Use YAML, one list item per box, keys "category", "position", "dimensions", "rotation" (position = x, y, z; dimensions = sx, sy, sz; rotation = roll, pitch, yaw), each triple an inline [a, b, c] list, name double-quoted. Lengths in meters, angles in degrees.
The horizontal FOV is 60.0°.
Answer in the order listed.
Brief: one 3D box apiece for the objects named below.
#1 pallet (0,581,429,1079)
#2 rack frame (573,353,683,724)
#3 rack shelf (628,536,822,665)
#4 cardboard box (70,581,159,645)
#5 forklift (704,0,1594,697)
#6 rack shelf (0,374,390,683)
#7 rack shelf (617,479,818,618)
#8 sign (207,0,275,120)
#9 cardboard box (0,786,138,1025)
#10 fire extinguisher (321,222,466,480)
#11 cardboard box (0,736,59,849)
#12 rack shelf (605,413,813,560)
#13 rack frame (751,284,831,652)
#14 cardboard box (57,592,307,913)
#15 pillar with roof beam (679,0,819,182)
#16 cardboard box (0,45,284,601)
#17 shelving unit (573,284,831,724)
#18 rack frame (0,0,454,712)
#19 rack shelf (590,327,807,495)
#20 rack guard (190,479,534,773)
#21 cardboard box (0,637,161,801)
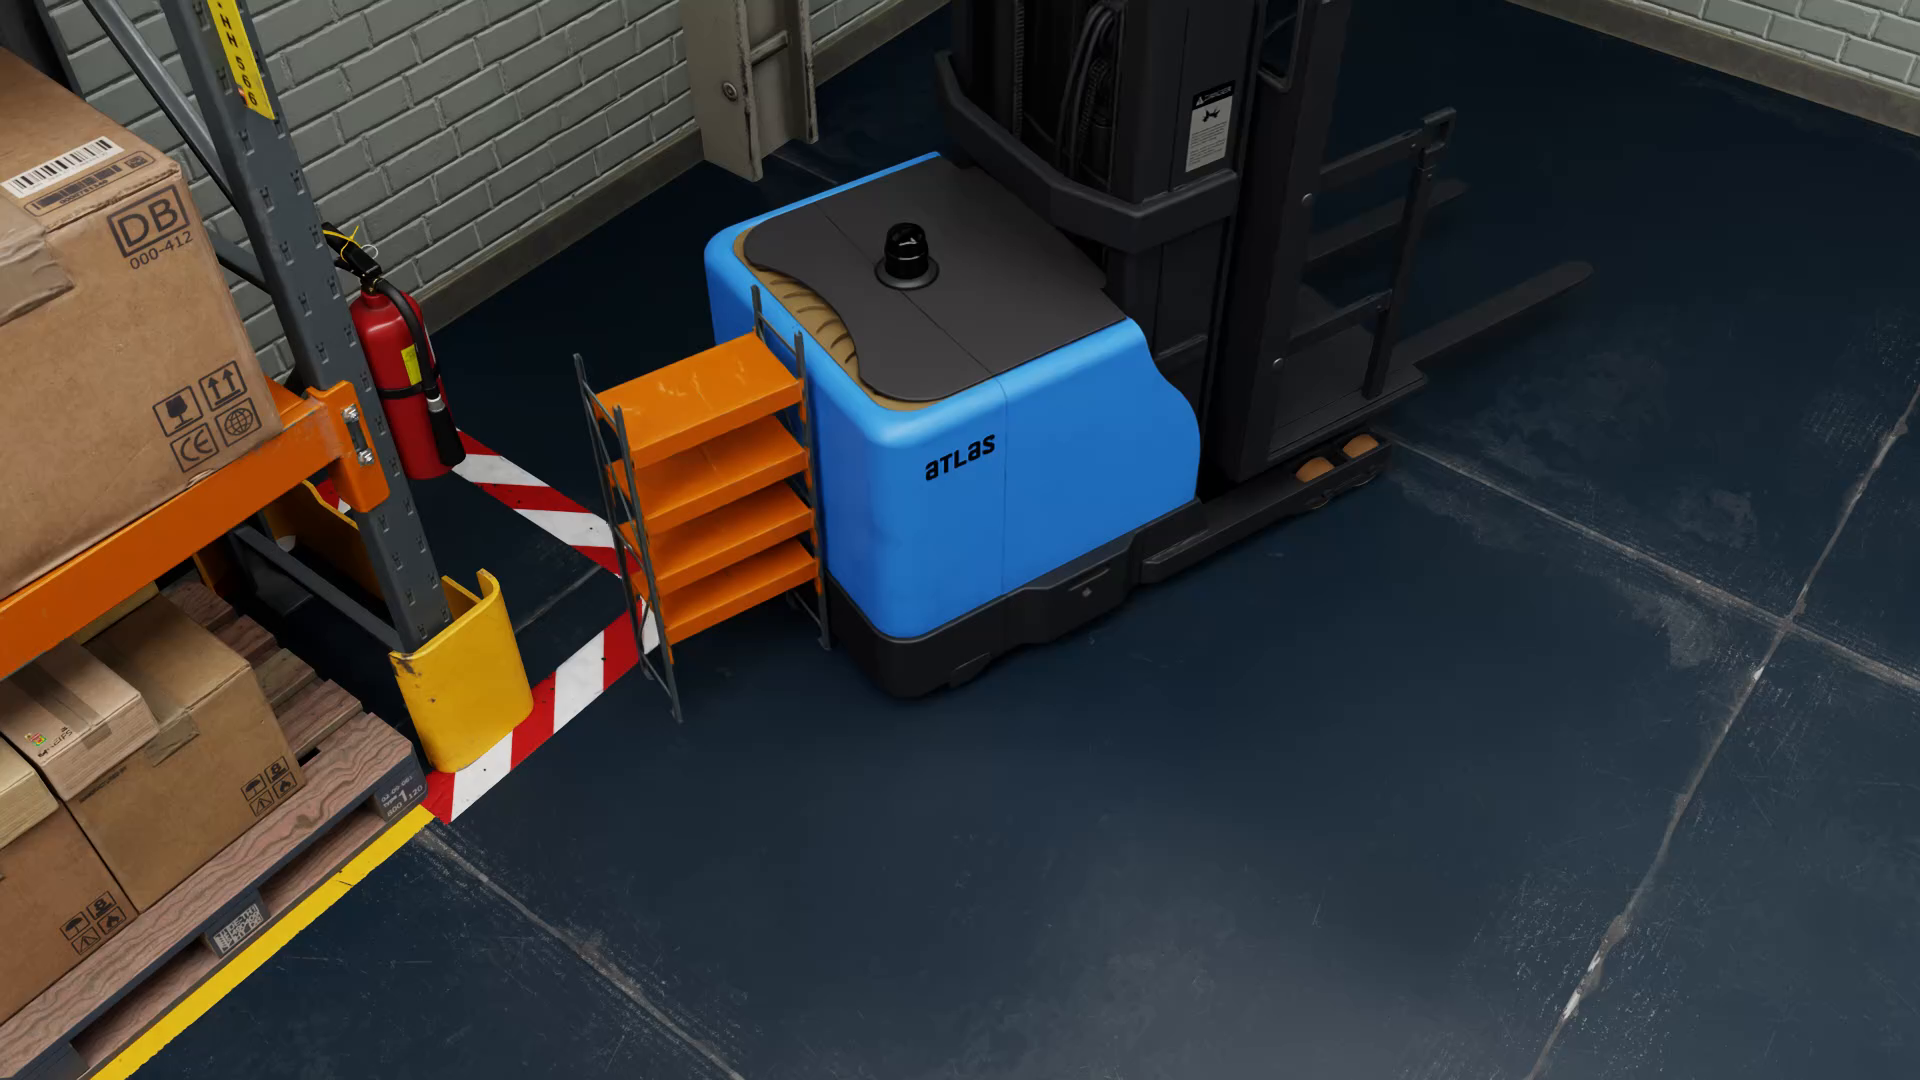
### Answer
- category: "pallet"
  position: [-2.211, 0.745, 4.393]
  dimensions: [1.003, 0.211, 1.213]
  rotation: [29, 53, 25]
- category: "rack frame"
  position: [-0.863, 0.037, 4.385]
  dimensions: [0.015, 1.200, 0.240]
  rotation: [-26, 51, -22]
- category: "rack shelf"
  position: [-0.660, 0.123, 4.670]
  dimensions: [0.480, 0.148, 0.258]
  rotation: [-26, 51, -22]
- category: "cardboard box"
  position: [-2.215, 0.069, 4.100]
  dimensions: [0.380, 0.149, 0.250]
  rotation: [30, 53, 25]
- category: "forklift"
  position: [0.789, -1.407, 4.567]
  dimensions: [3.031, 2.935, 1.130]
  rotation: [-26, 51, -22]
- category: "rack shelf"
  position: [-3.007, 0.682, 3.021]
  dimensions: [1.077, 0.370, 4.000]
  rotation: [29, 53, 25]
- category: "rack shelf"
  position: [-0.660, -0.014, 4.527]
  dimensions: [0.480, 0.148, 0.258]
  rotation: [-26, 51, -22]
- category: "sign"
  position: [-1.363, -0.944, 3.113]
  dimensions: [0.100, 0.325, 0.005]
  rotation: [29, 53, 25]
- category: "cardboard box"
  position: [-2.439, 0.739, 3.908]
  dimensions: [0.700, 0.500, 0.500]
  rotation: [29, 53, 25]
- category: "fire extinguisher"
  position: [-1.327, -0.437, 3.905]
  dimensions: [0.296, 0.674, 0.183]
  rotation: [29, 53, 25]
- category: "cardboard box"
  position: [-2.223, 0.529, 3.660]
  dimensions: [0.380, 0.149, 0.250]
  rotation: [31, 54, 26]
- category: "rack shelf"
  position: [-0.660, -0.169, 4.365]
  dimensions: [0.480, 0.148, 0.258]
  rotation: [-26, 51, -22]
- category: "rack frame"
  position: [-0.457, -0.158, 4.571]
  dimensions: [0.015, 1.200, 0.240]
  rotation: [-26, 51, -22]
- category: "cardboard box"
  position: [-2.133, 0.453, 4.181]
  dimensions: [0.700, 0.500, 0.500]
  rotation: [29, 53, 25]
- category: "pillar with roof beam"
  position: [2.589, -2.807, 1.708]
  dimensions: [9.100, 9.000, 0.400]
  rotation: [29, 53, 25]
- category: "cardboard box"
  position: [-2.088, -0.518, 3.463]
  dimensions: [0.980, 0.700, 0.700]
  rotation: [32, 54, 27]
- category: "shelving unit"
  position: [-0.660, -0.061, 4.478]
  dimensions: [0.503, 1.200, 0.258]
  rotation: [-26, 51, -22]
- category: "rack frame"
  position: [-1.784, -0.710, 3.854]
  dimensions: [1.000, 3.000, 0.127]
  rotation: [29, 53, 25]
- category: "rack shelf"
  position: [-0.660, -0.332, 4.194]
  dimensions: [0.480, 0.148, 0.258]
  rotation: [-26, 51, -22]
- category: "rack guard"
  position: [-1.769, 0.139, 4.771]
  dimensions: [1.175, 0.500, 0.348]
  rotation: [29, 53, 25]
- category: "cardboard box"
  position: [-2.067, 0.383, 3.800]
  dimensions: [0.380, 0.149, 0.250]
  rotation: [29, 53, 25]
